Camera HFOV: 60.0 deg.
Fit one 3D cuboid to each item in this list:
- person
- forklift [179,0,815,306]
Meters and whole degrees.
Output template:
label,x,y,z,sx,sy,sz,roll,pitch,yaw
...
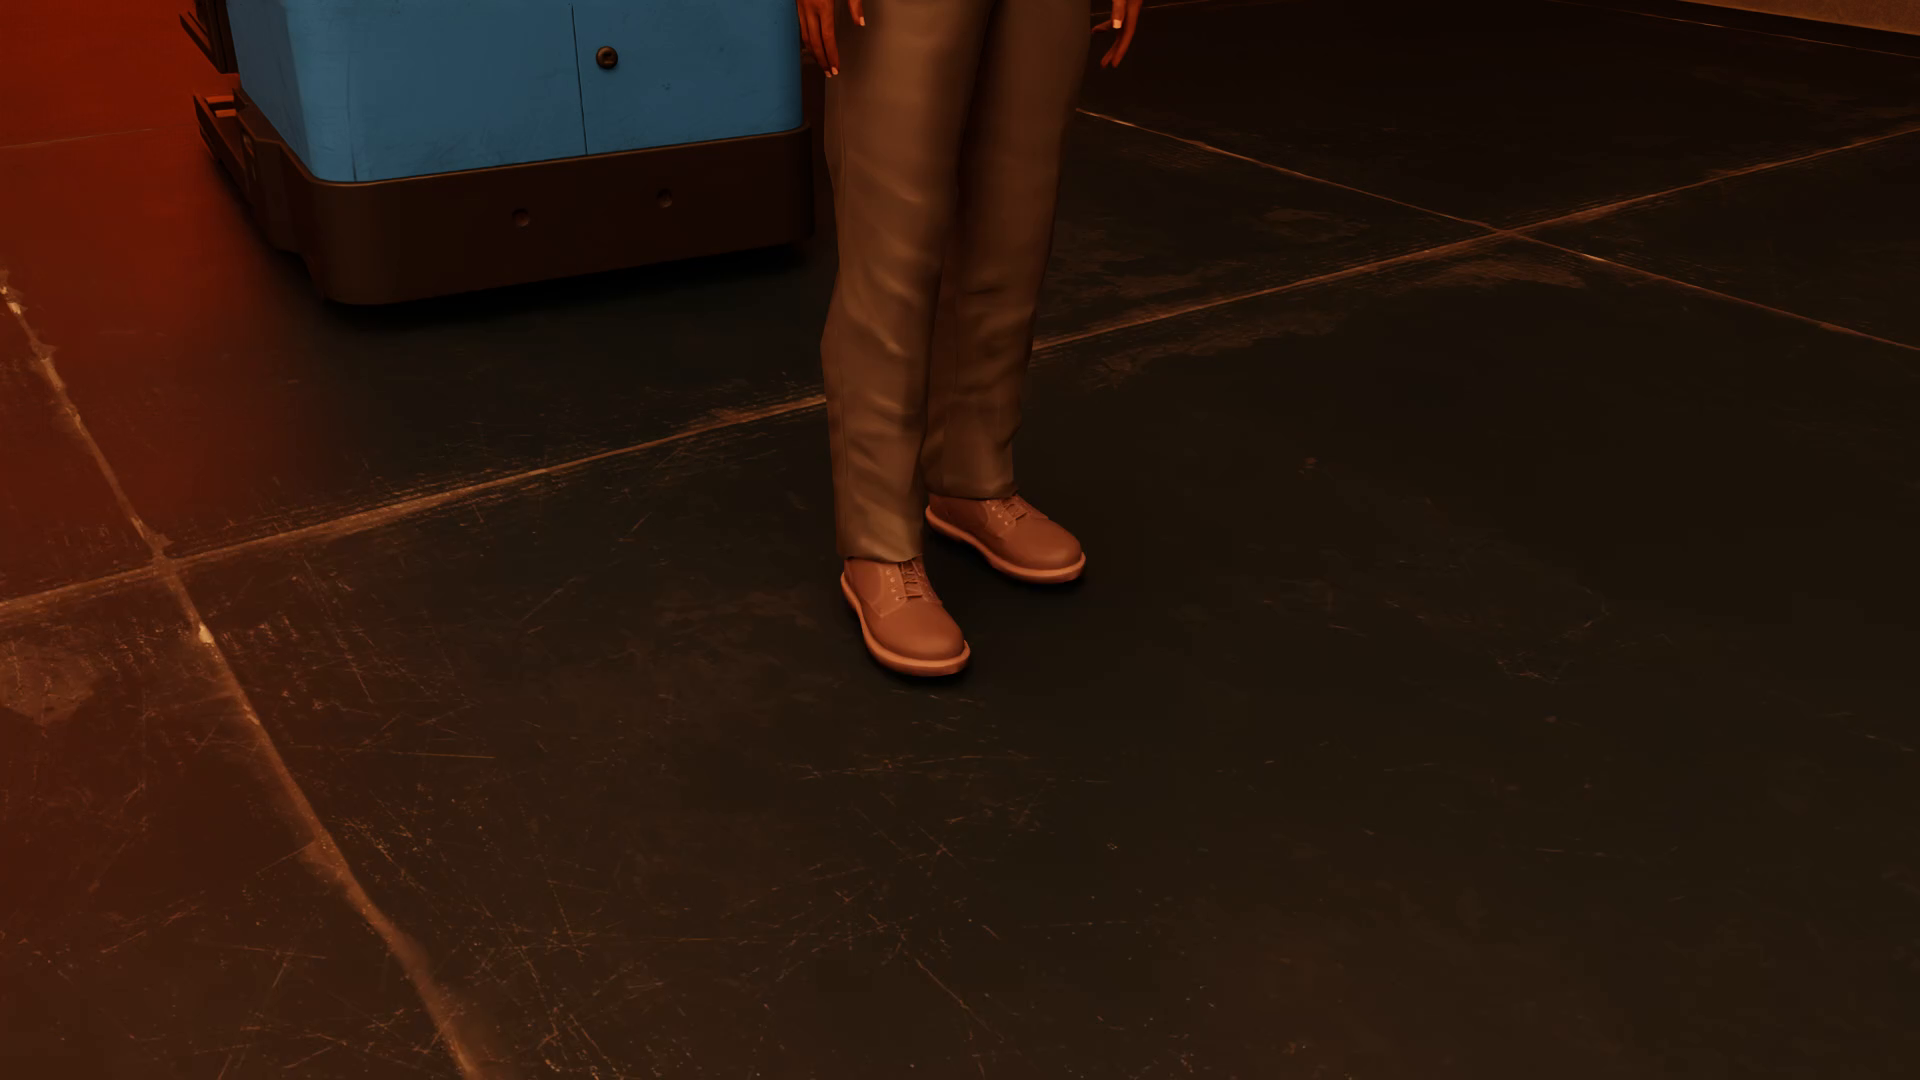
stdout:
label,x,y,z,sx,sy,sz,roll,pitch,yaw
person,0.034,-0.703,2.054,0.569,1.643,0.504,-17,31,-31
forklift,-1.475,-2.394,4.004,1.130,2.935,3.031,-14,30,-26
